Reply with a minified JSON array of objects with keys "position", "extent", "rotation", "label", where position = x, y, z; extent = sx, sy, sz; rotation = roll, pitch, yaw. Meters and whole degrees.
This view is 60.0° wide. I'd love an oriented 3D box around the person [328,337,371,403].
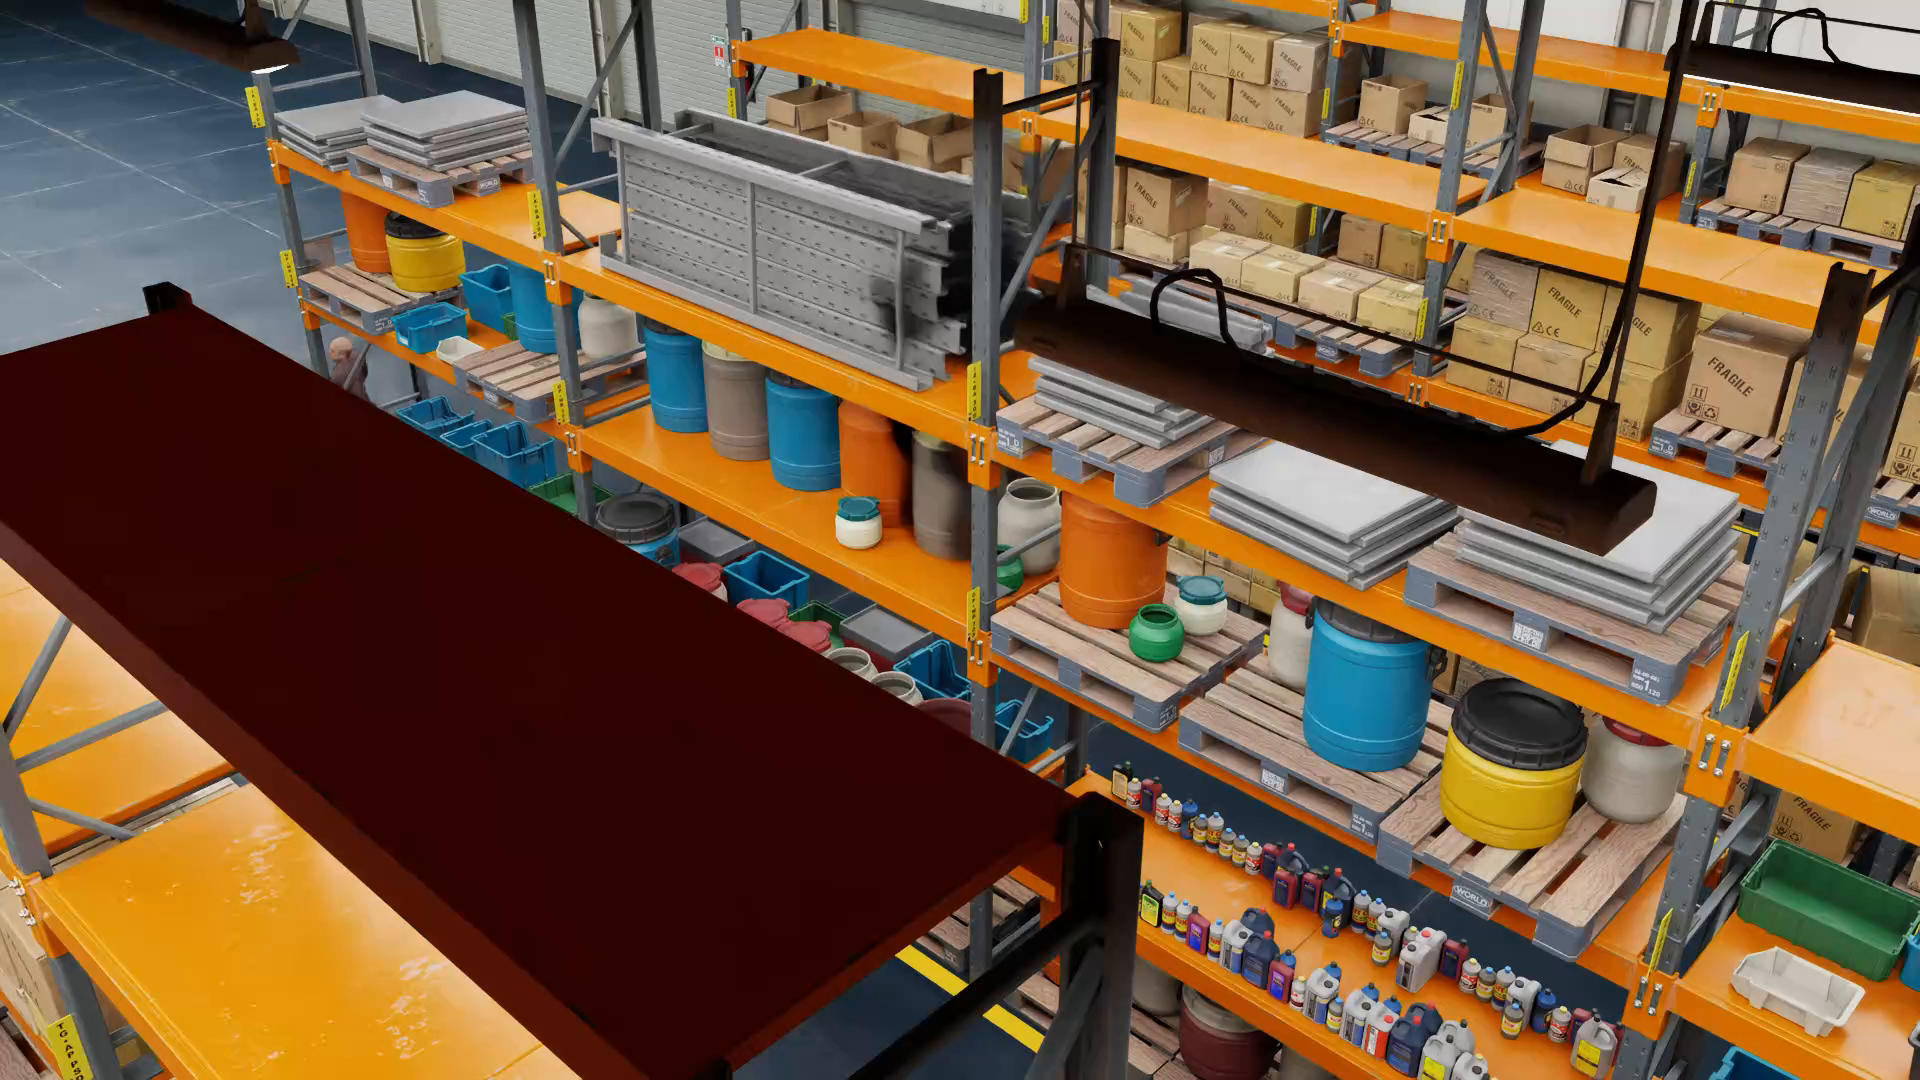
[{"position":[-6.027,-1.237,16.660],"extent":[0.863,1.738,0.770],"rotation":[-5,30,-8],"label":"person"}]
